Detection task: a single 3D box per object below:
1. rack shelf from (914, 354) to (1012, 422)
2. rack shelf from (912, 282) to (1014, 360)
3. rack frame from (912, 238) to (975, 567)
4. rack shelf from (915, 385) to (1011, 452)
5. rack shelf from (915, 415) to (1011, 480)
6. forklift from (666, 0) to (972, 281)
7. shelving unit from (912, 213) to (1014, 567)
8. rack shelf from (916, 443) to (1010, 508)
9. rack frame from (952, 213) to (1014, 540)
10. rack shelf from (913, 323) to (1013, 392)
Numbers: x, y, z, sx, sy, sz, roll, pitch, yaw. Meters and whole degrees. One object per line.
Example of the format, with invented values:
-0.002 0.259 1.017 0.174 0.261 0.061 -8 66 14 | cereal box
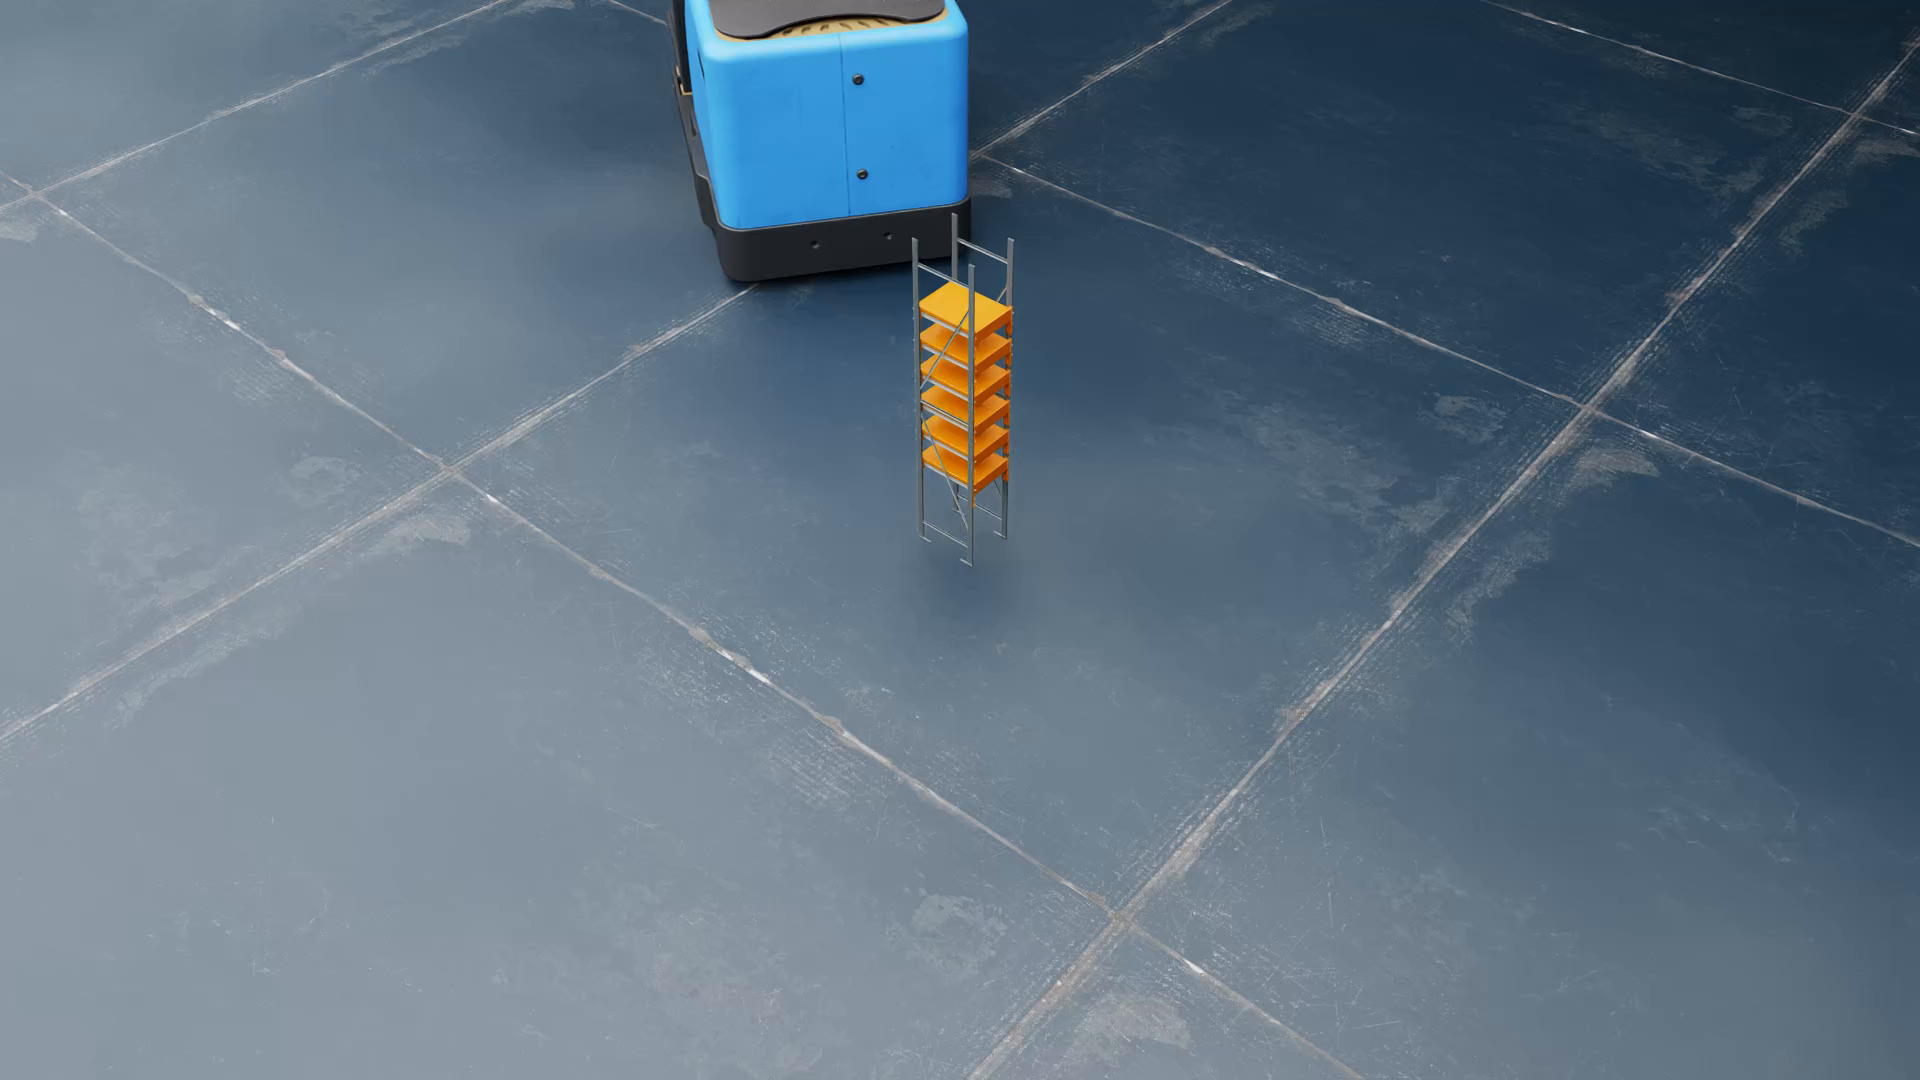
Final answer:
0.009 -0.507 5.304 0.258 0.103 0.180 29 50 28 | rack shelf
0.009 -0.685 5.142 0.258 0.103 0.180 29 50 28 | rack shelf
-0.050 -0.404 5.303 0.240 1.200 0.006 29 50 28 | rack frame
0.009 -0.419 5.384 0.258 0.103 0.180 29 50 28 | rack shelf
0.009 -0.330 5.465 0.258 0.103 0.180 29 50 28 | rack shelf
-0.786 -3.146 7.031 1.130 2.935 3.031 -9 43 -10 | forklift
0.009 -0.451 5.355 0.258 1.200 0.189 29 50 28 | shelving unit
0.009 -0.241 5.546 0.258 0.103 0.180 29 50 28 | rack shelf
0.068 -0.498 5.406 0.240 1.200 0.006 29 50 28 | rack frame
0.009 -0.596 5.223 0.258 0.103 0.180 29 50 28 | rack shelf
